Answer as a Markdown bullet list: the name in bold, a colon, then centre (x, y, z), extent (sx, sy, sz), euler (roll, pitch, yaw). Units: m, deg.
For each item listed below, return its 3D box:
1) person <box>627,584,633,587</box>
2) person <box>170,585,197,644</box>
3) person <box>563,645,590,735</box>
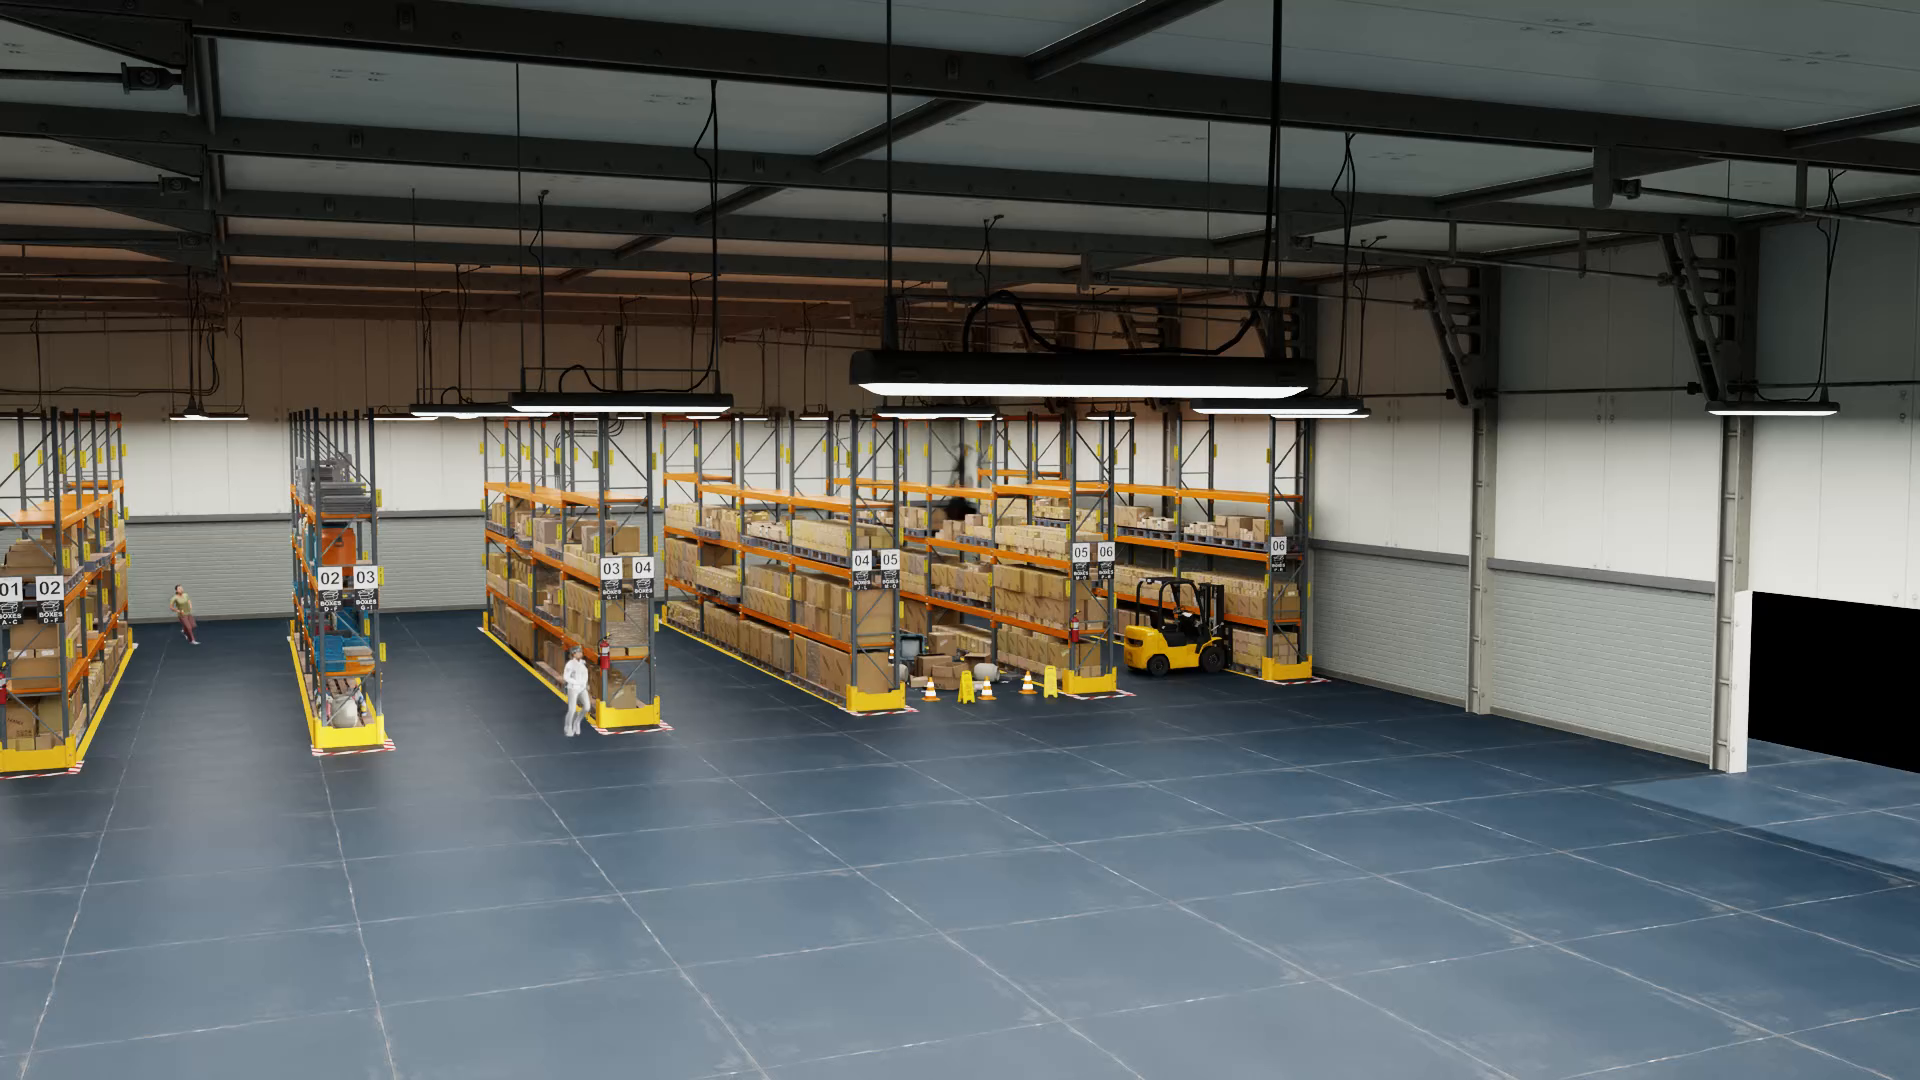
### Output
- **person**: centre (-9.710, 1.540, 47.448), extent (0.765, 1.699, 0.563), euler (2, 4, 22)
- **person**: centre (-20.117, 1.927, 42.973), extent (0.566, 1.576, 0.641), euler (3, 5, 34)
- **person**: centre (-6.987, 2.750, 30.507), extent (0.607, 1.672, 0.640), euler (4, 5, 43)
